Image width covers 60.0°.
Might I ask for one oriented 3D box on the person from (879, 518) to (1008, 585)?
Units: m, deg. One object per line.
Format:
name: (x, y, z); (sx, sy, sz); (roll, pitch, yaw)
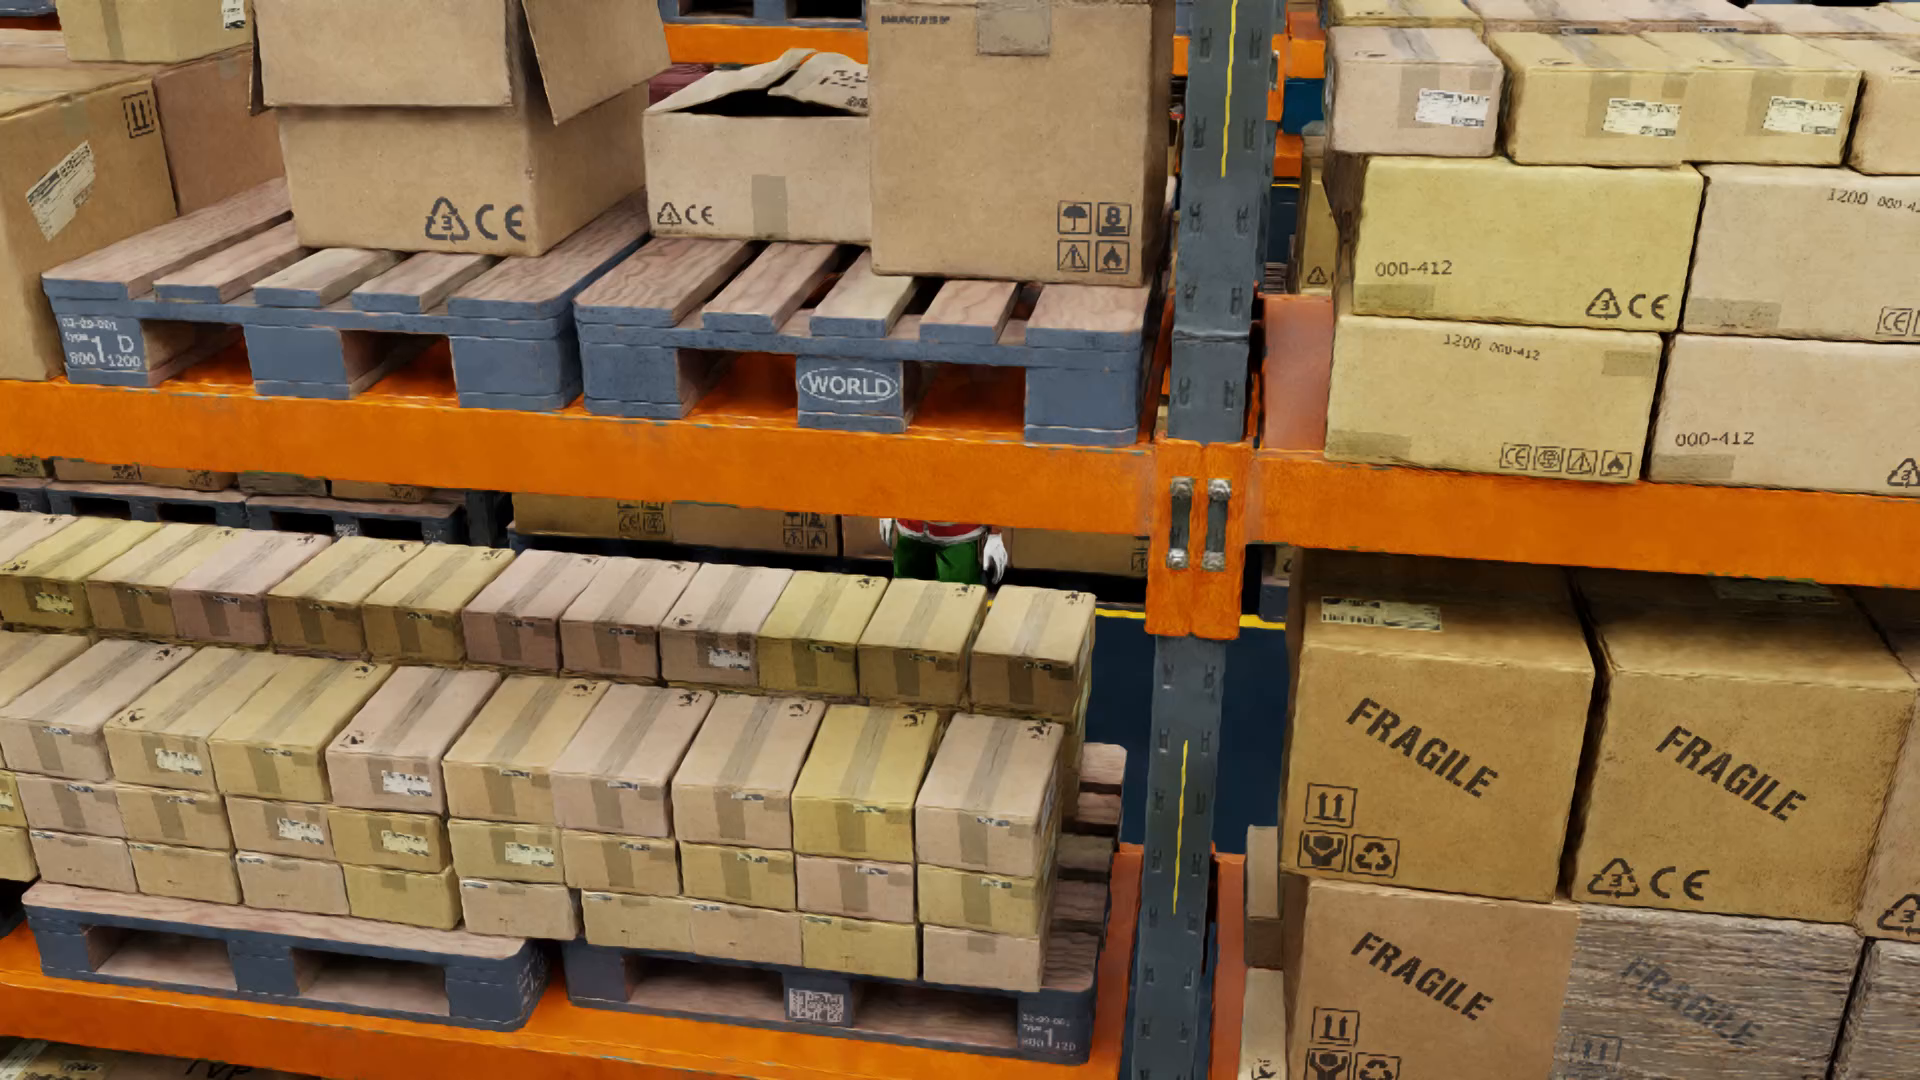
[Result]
person: (-0.094, -0.034, 7.098); (0.652, 1.765, 0.473); (11, 27, 23)
